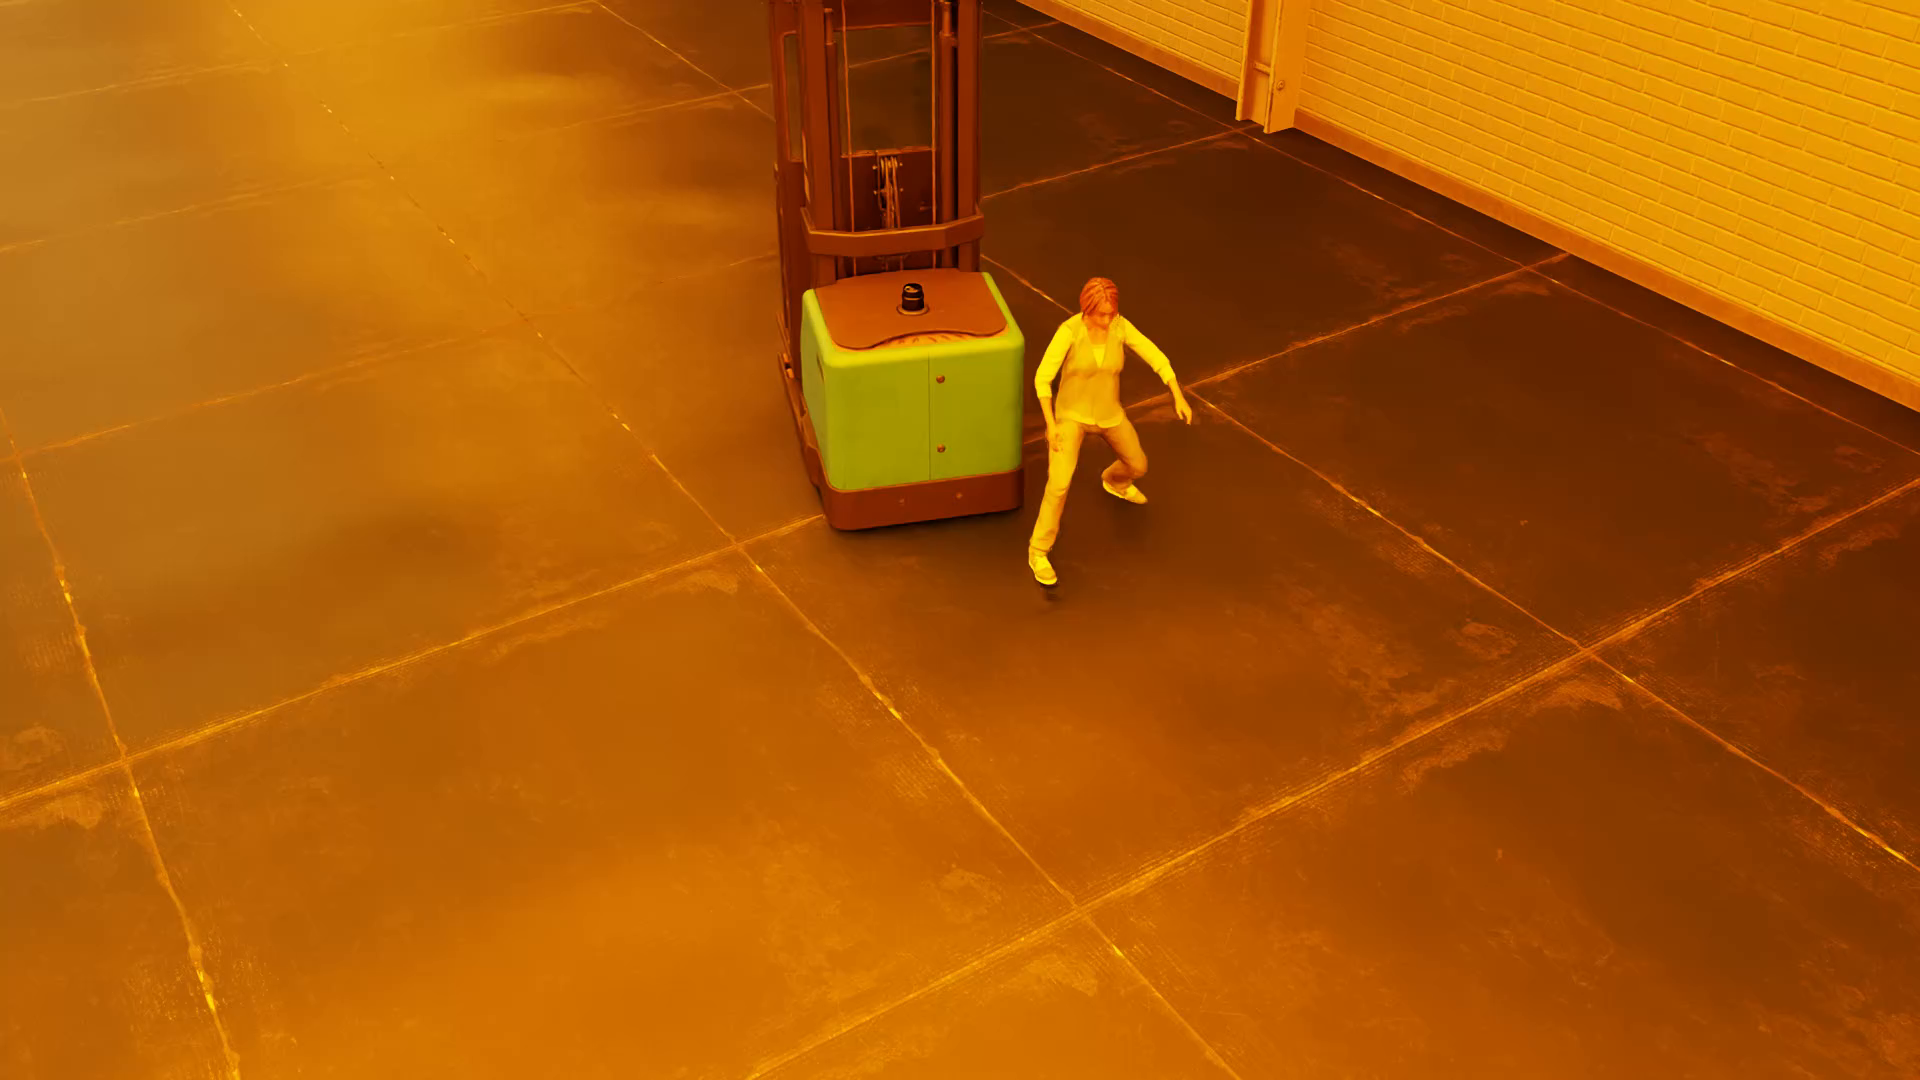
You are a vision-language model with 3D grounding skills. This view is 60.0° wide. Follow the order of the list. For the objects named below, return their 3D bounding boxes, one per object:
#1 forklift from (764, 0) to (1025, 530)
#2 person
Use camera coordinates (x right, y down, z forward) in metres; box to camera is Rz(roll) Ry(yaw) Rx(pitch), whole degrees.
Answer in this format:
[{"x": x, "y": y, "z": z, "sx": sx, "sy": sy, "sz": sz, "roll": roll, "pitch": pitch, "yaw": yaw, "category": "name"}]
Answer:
[{"x": -0.483, "y": -2.094, "z": 9.128, "sx": 1.130, "sy": 2.935, "sz": 3.031, "roll": -7, "pitch": 36, "yaw": -10, "category": "forklift"}, {"x": 0.702, "y": -0.598, "z": 8.328, "sx": 0.845, "sy": 1.469, "sz": 0.835, "roll": -8, "pitch": 36, "yaw": -12, "category": "person"}]
